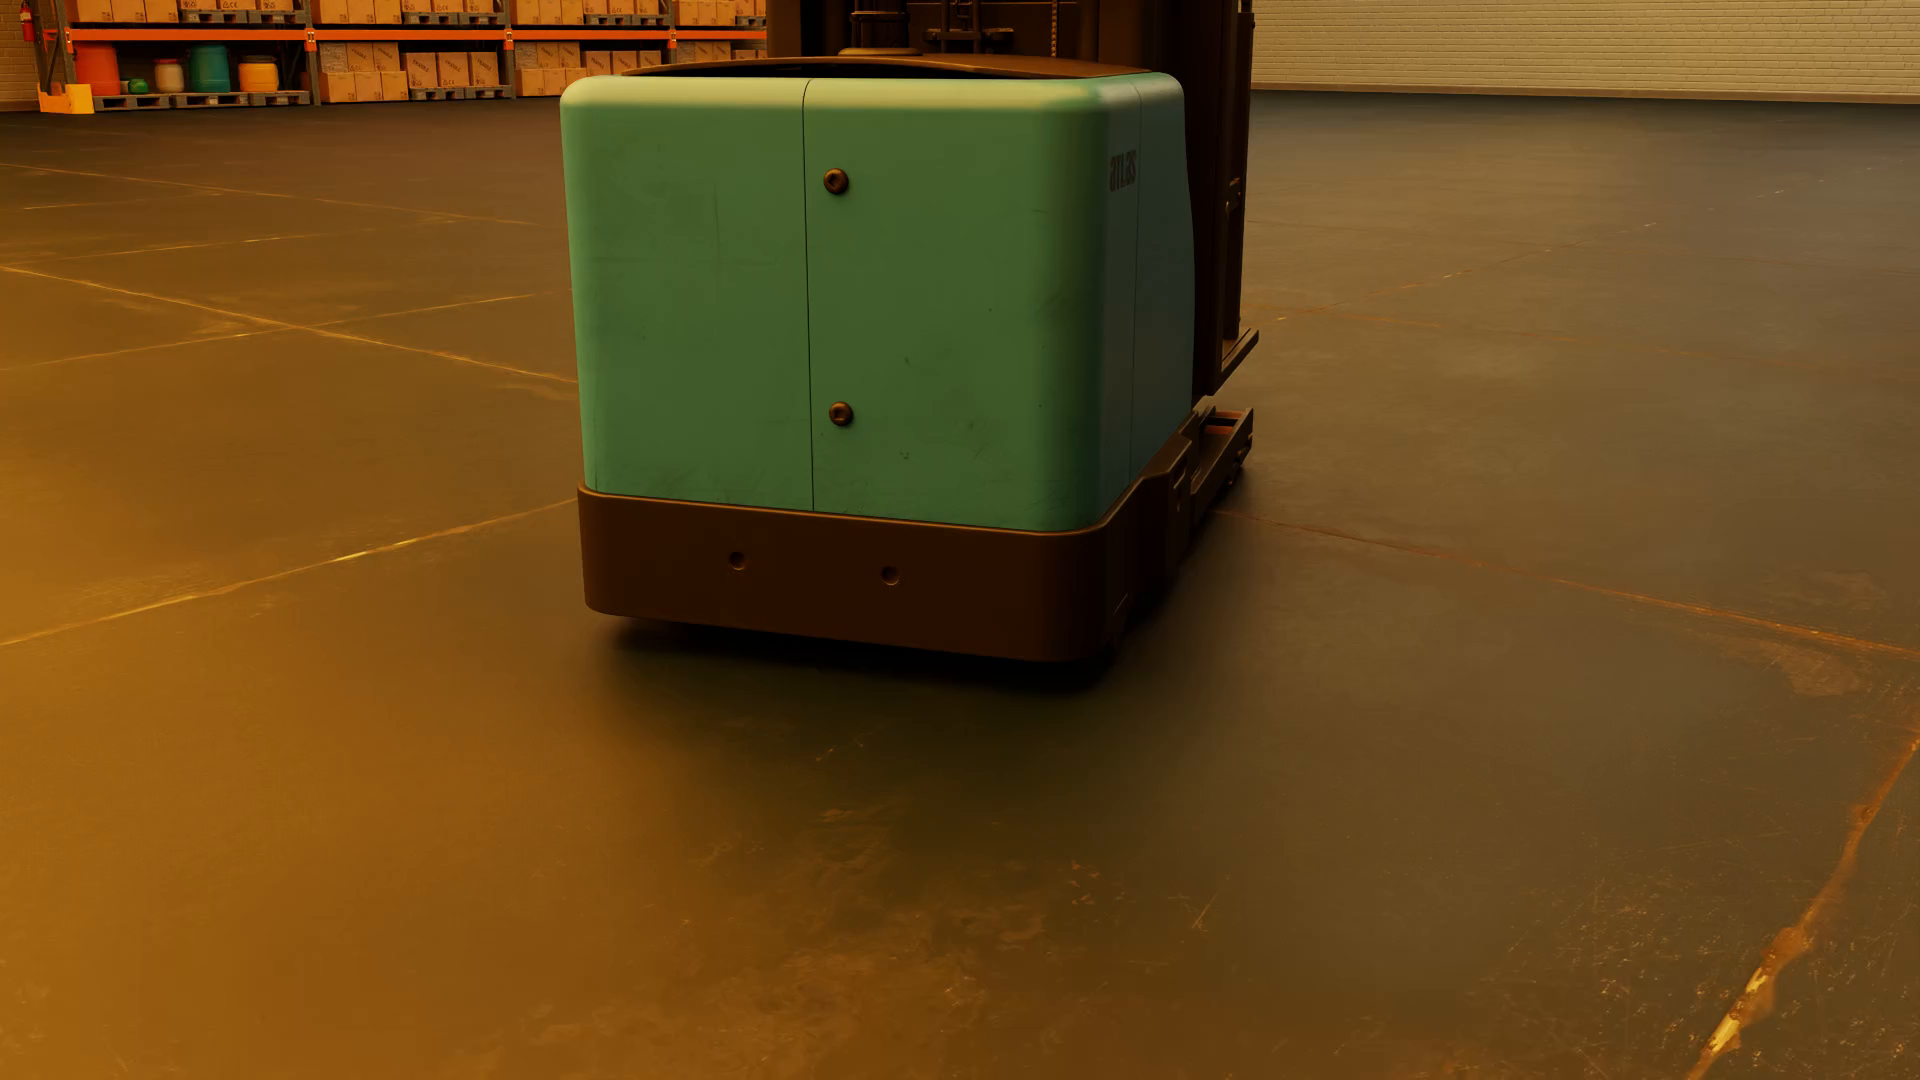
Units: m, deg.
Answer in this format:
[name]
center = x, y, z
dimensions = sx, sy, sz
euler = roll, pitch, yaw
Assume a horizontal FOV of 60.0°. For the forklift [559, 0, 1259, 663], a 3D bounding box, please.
[forklift]
center = 0.182, -1.571, 4.072
dimensions = 1.130, 2.935, 3.031
euler = 5, 18, 17
